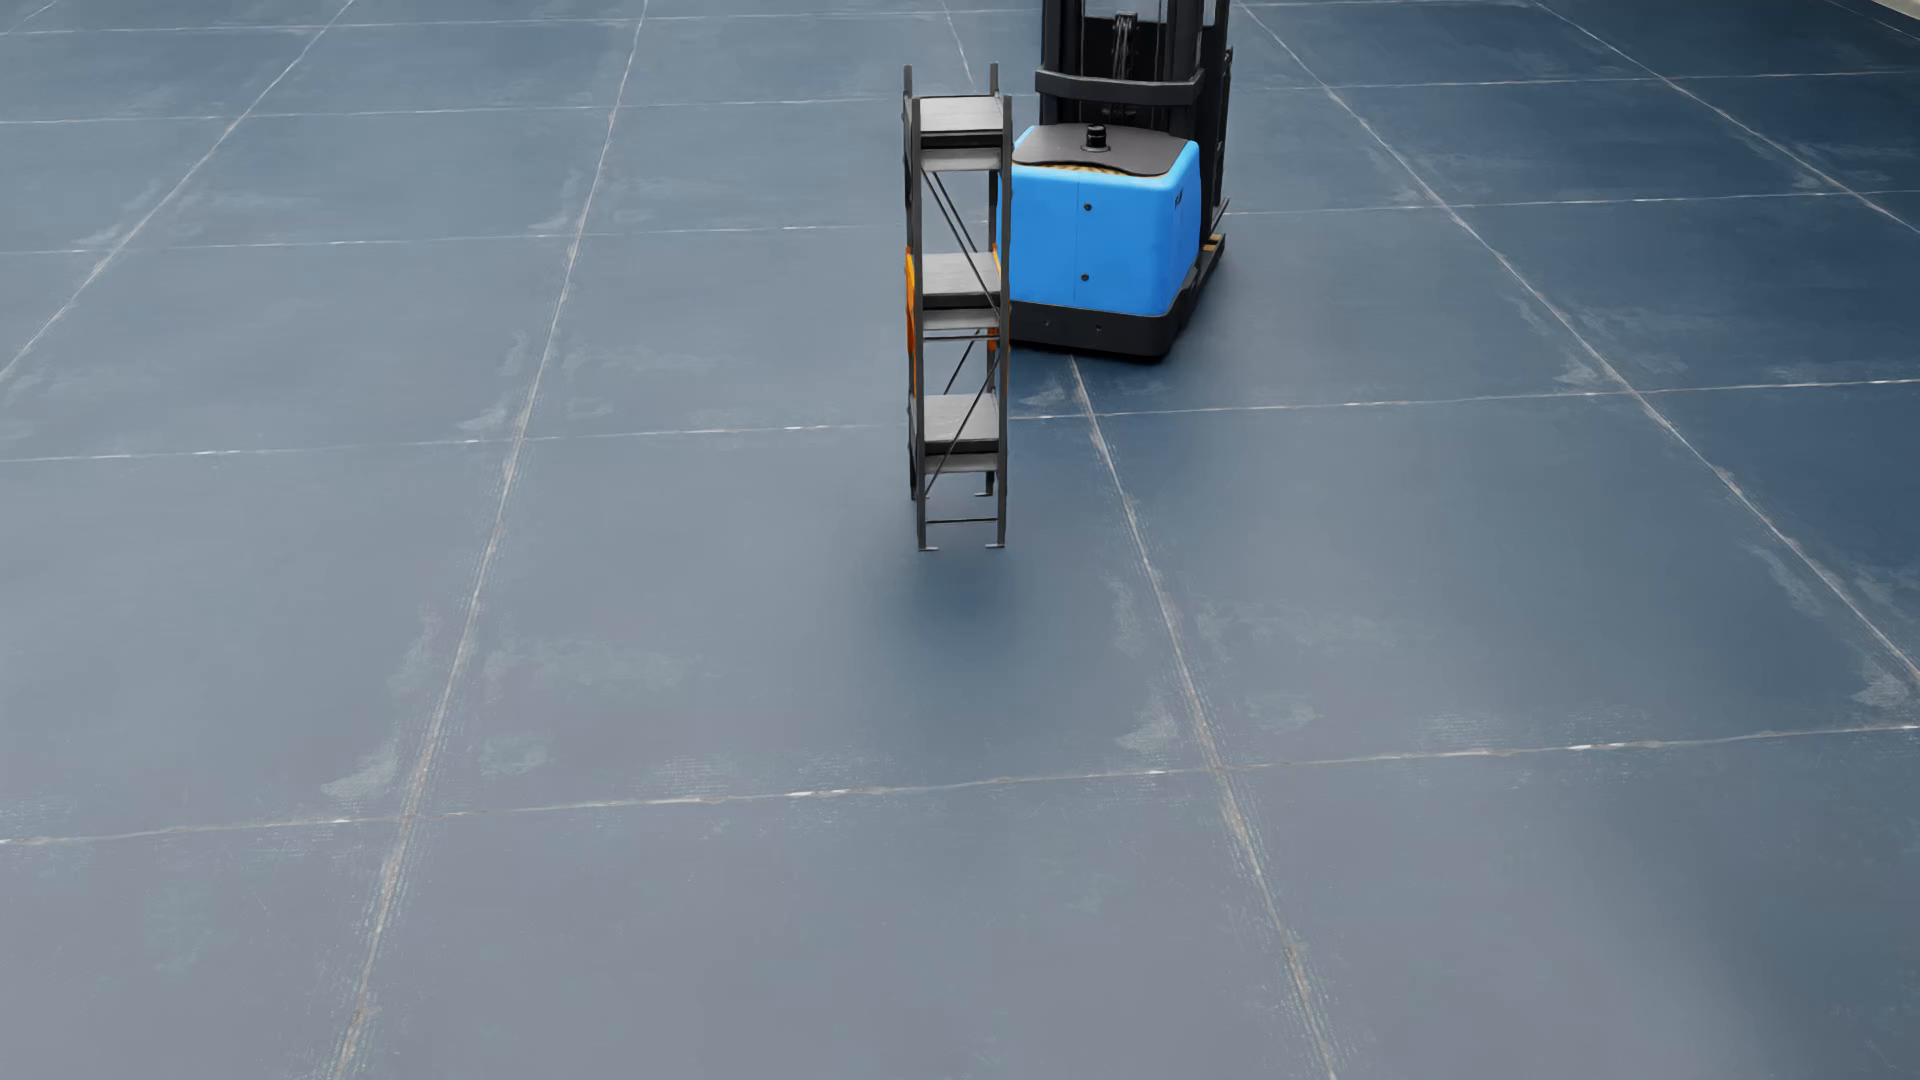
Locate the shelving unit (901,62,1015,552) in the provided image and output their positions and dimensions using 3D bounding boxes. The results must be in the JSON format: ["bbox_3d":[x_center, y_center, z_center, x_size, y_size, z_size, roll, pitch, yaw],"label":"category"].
[{"bbox_3d":[-0.015,-0.986,7.353,0.431,2.100,0.503,-3,31,-5],"label":"shelving unit"}]

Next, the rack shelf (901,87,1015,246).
[{"bbox_3d":[-0.015,-1.575,7.001,0.431,0.518,0.480,-3,31,-5],"label":"rack shelf"}]

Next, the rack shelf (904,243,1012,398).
[{"bbox_3d":[-0.015,-0.974,7.360,0.431,0.518,0.480,-3,31,-5],"label":"rack shelf"}]

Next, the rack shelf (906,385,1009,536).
[{"bbox_3d":[-0.015,-0.373,7.719,0.431,0.518,0.480,-3,31,-5],"label":"rack shelf"}]

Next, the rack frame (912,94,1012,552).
[{"bbox_3d":[0.007,-0.861,7.144,0.400,2.100,0.015,-3,31,-5],"label":"rack frame"}]

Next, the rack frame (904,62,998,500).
[{"bbox_3d":[-0.038,-1.111,7.562,0.400,2.100,0.015,-3,31,-5],"label":"rack frame"}]

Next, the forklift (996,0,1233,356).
[{"bbox_3d":[1.090,-3.034,9.971,1.130,2.935,3.031,9,32,15],"label":"forklift"}]
